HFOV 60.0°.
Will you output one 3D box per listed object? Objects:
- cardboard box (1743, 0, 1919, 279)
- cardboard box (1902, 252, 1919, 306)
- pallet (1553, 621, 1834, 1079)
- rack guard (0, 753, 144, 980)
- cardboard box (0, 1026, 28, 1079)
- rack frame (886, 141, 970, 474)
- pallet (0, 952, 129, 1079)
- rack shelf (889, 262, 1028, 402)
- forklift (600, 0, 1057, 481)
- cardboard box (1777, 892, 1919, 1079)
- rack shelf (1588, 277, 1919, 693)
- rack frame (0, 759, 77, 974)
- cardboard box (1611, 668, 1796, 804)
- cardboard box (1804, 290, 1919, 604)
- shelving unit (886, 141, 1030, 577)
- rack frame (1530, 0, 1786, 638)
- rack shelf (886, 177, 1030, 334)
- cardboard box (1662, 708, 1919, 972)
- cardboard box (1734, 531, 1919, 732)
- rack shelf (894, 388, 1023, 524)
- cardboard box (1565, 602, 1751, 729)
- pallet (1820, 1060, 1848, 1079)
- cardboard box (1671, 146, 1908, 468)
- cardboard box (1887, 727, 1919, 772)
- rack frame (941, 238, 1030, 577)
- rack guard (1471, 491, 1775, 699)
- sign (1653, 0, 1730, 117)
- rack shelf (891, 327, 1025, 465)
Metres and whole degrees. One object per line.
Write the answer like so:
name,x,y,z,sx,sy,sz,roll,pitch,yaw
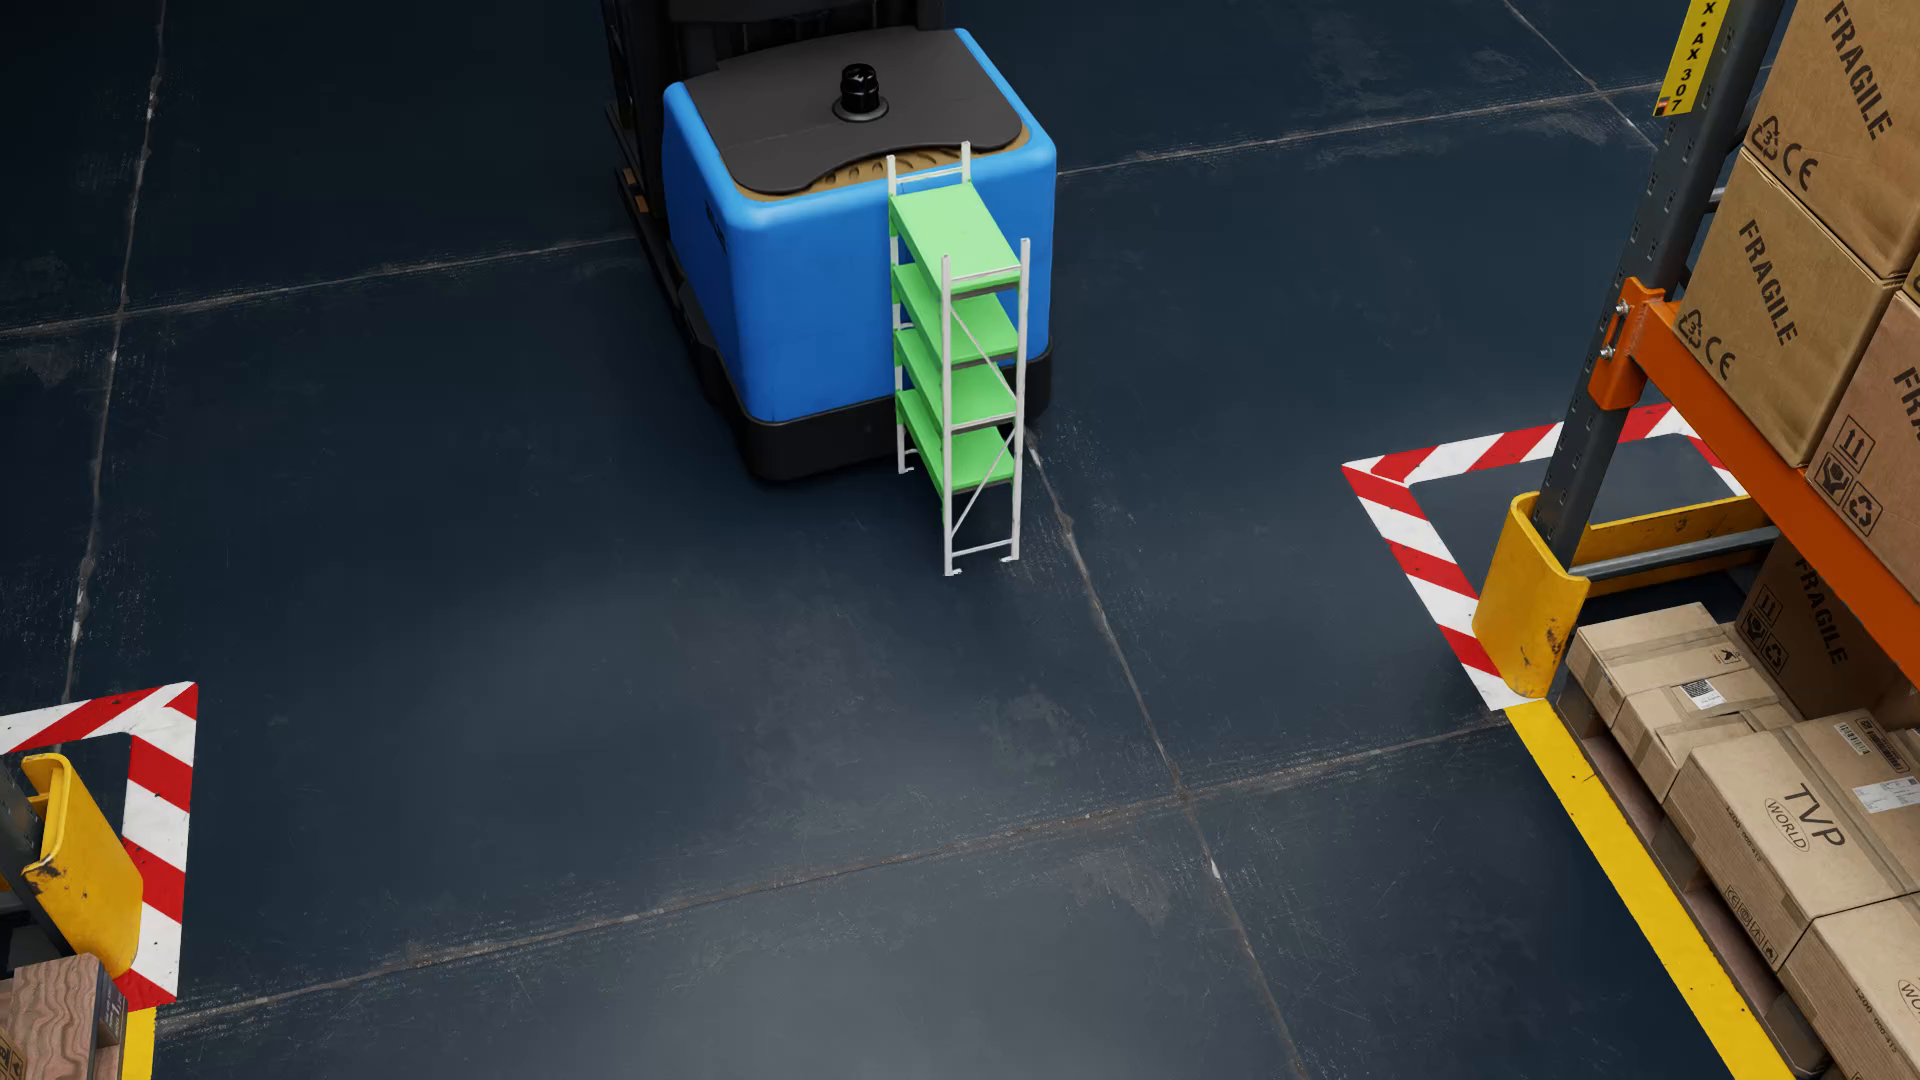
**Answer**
cardboard box,1.970,-0.889,3.251,0.500,0.500,0.500,-9,46,-9
cardboard box,2.111,-0.530,2.899,0.500,0.500,0.500,-10,46,-10
pallet,2.336,0.720,4.397,1.003,0.211,1.213,-11,47,-10
rack guard,-2.682,0.908,4.010,1.175,0.500,0.348,-11,47,-10
cardboard box,-2.400,1.243,3.388,0.700,0.500,0.500,-11,47,-10
rack frame,-0.088,-0.668,5.064,0.240,1.200,0.015,-13,47,-13
pallet,-2.396,1.563,3.570,1.003,0.211,1.213,-11,47,-10
rack shelf,-0.010,-0.626,4.777,0.258,0.148,0.480,-13,47,-13
forklift,-0.698,-2.286,5.438,1.130,2.935,3.031,-15,48,-15
cardboard box,2.232,1.067,3.721,0.500,0.250,0.500,-11,47,-10
rack shelf,2.623,0.774,2.895,1.077,0.370,4.000,-11,47,-10
rack frame,-2.676,0.050,3.101,1.000,3.000,0.127,-11,47,-10
cardboard box,1.950,0.504,4.332,0.380,0.166,0.250,-11,47,-10
cardboard box,2.107,-0.184,3.260,0.500,0.500,0.500,-11,47,-11
shelving unit,-0.010,-0.503,4.902,0.258,1.200,0.503,-13,47,-13
rack frame,2.111,-0.859,3.991,1.000,3.000,0.127,-11,47,-10
rack shelf,-0.010,-0.794,4.605,0.258,0.148,0.480,-13,47,-13
cardboard box,2.104,0.722,4.059,0.500,0.250,0.500,-11,47,-10
cardboard box,2.489,0.193,4.403,0.500,0.500,0.500,-11,47,-10
rack shelf,-0.010,-0.290,5.119,0.258,0.148,0.480,-13,47,-13
cardboard box,1.886,0.337,4.507,0.380,0.149,0.250,-11,47,-10
pallet,2.645,1.561,3.573,1.003,0.211,1.213,-11,47,-10
cardboard box,1.970,-0.539,3.608,0.500,0.500,0.500,-10,46,-9
cardboard box,2.505,0.605,4.232,0.380,0.166,0.250,-11,47,-10
rack frame,0.067,-0.337,4.740,0.240,1.200,0.015,-13,47,-13
rack guard,2.131,0.069,4.833,1.175,0.500,0.348,-11,47,-10
sign,1.587,-1.062,3.585,0.100,0.325,0.005,-11,47,-10
rack shelf,-0.010,-0.458,4.948,0.258,0.148,0.480,-13,47,-13
